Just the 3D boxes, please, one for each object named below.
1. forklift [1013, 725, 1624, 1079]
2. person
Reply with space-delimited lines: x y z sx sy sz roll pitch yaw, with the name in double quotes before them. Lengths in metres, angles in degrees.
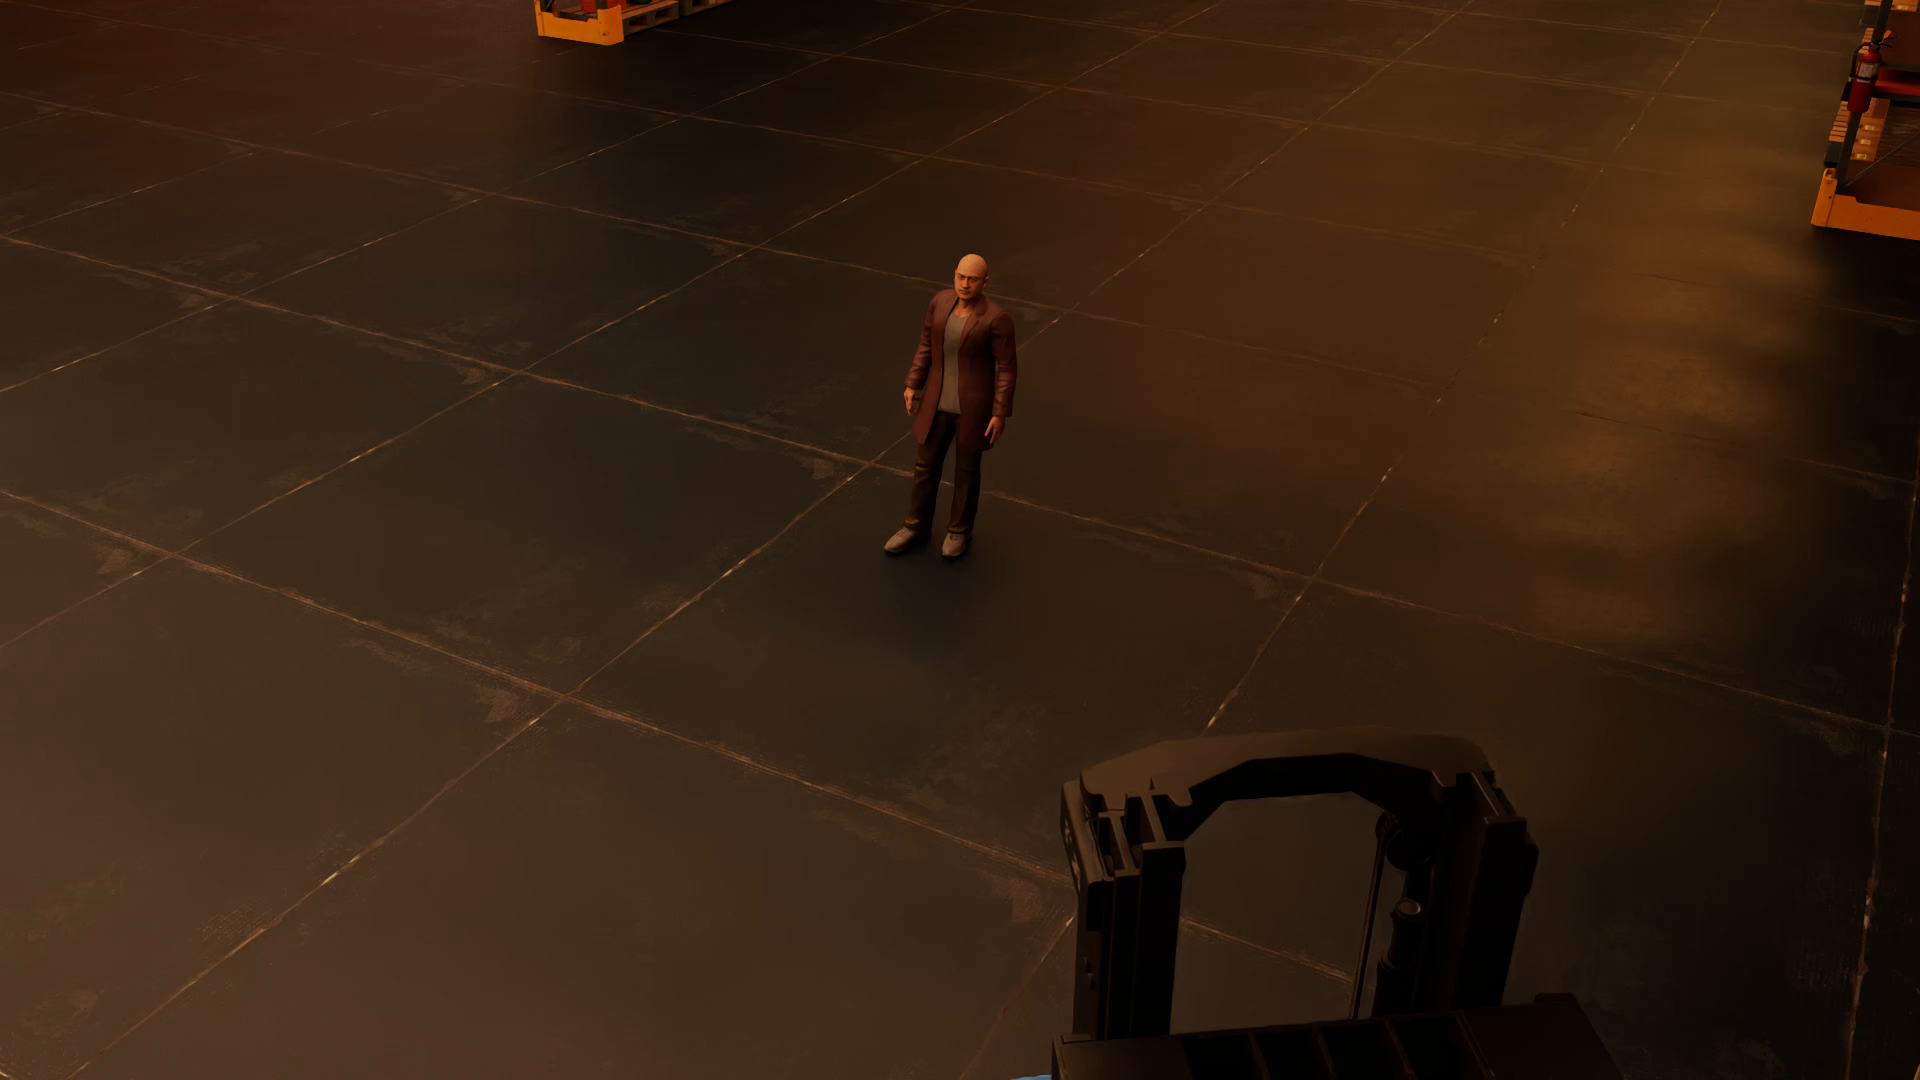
"forklift" 0.756 1.997 3.610 1.130 2.935 3.031 -3 30 -6
"person" -0.048 -0.738 9.488 0.696 1.776 0.582 15 33 25
